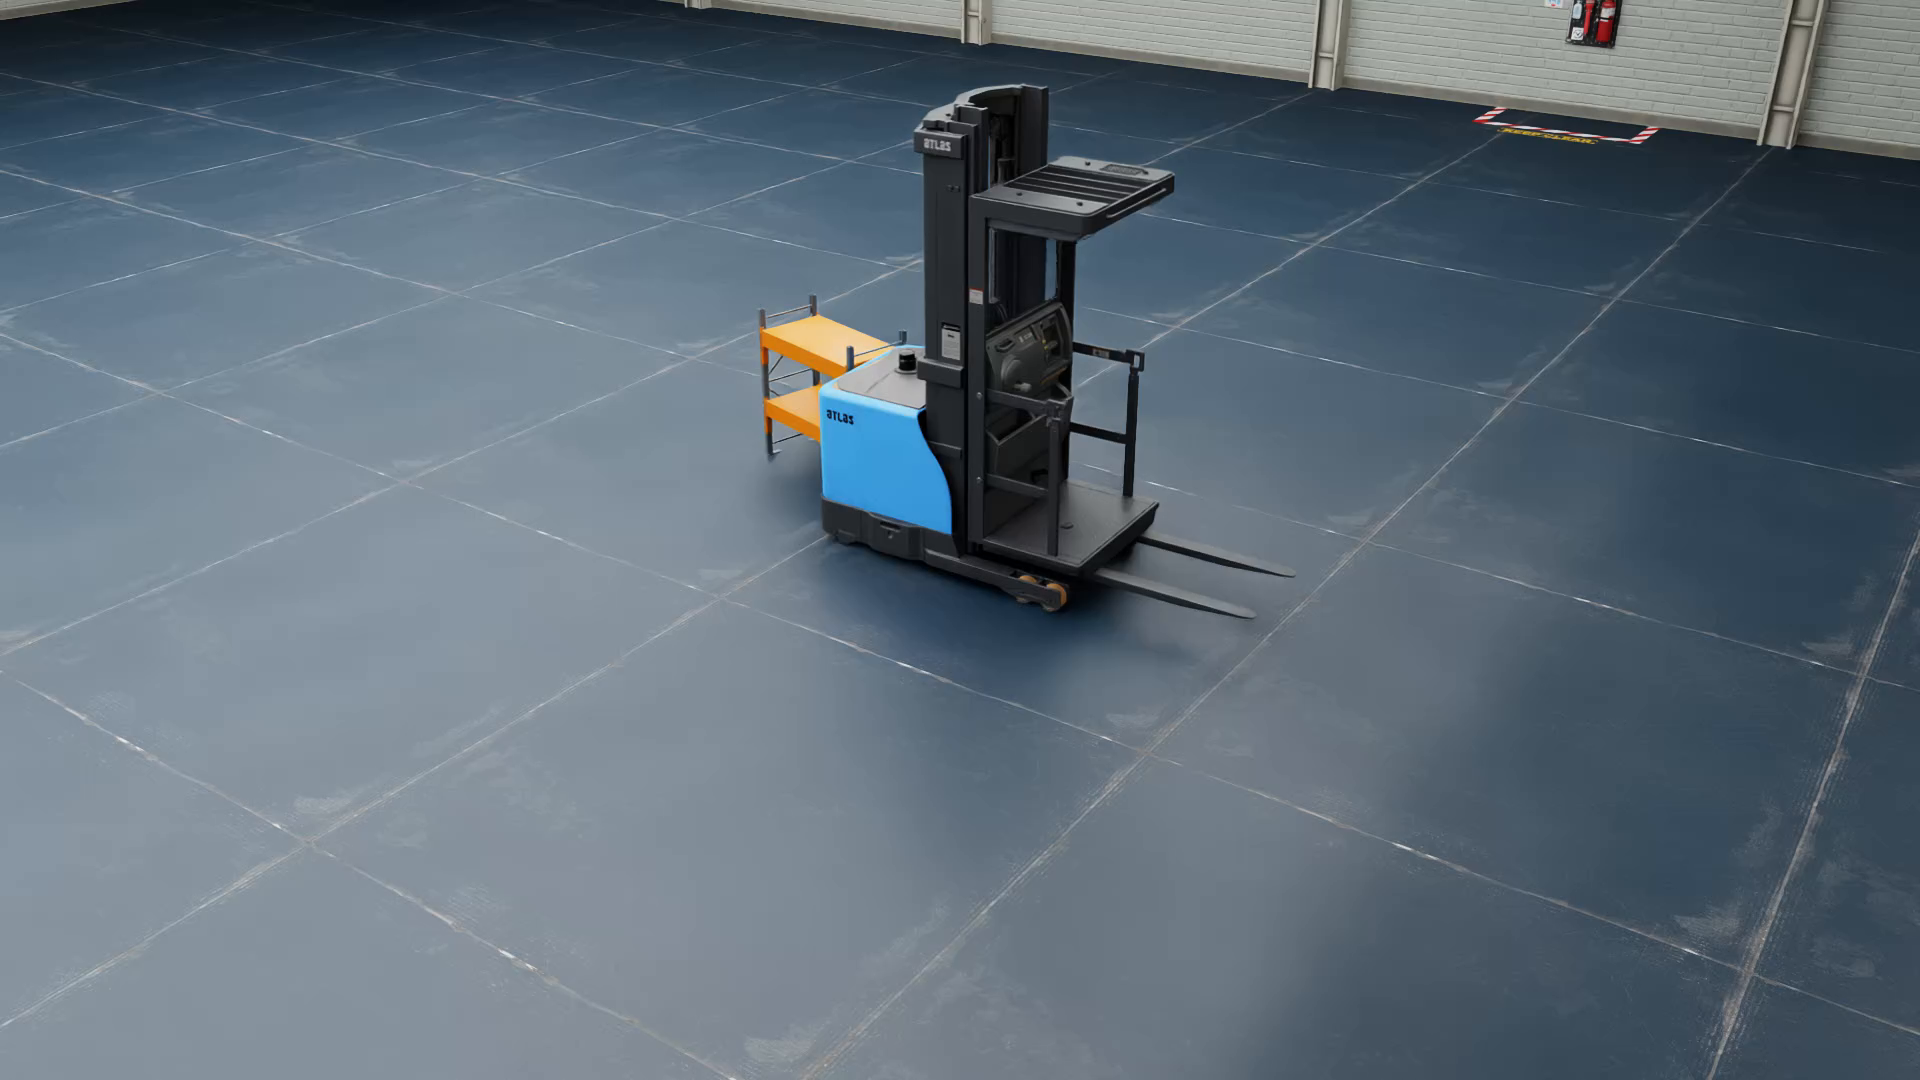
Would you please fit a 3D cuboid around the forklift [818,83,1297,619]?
[{"bbox_3d":[0.600,-1.148,10.048,3.031,2.935,1.130,16,31,29],"label":"forklift"}]

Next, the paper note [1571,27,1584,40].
[{"bbox_3d":[8.035,-6.586,21.629,0.142,0.148,0.016,17,32,30],"label":"paper note"}]

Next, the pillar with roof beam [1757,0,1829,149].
[{"bbox_3d":[7.720,-7.322,15.491,0.400,9.000,9.100,17,32,30],"label":"pillar with roof beam"}]

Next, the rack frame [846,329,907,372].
[{"bbox_3d":[-0.563,-0.859,11.472,0.500,1.125,0.032,-22,34,-36],"label":"rack frame"}]

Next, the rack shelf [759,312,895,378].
[{"bbox_3d":[-0.900,-1.293,11.679,0.538,0.278,1.000,-22,34,-36],"label":"rack shelf"}]

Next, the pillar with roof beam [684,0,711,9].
[{"bbox_3d":[-7.117,-11.945,24.574,0.400,9.000,9.100,17,32,30],"label":"pillar with roof beam"}]

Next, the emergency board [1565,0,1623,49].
[{"bbox_3d":[8.142,-6.907,21.289,0.643,1.169,0.194,17,32,30],"label":"emergency board"}]

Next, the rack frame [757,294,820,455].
[{"bbox_3d":[-1.236,-1.205,12.152,0.500,1.125,0.032,-22,34,-36],"label":"rack frame"}]

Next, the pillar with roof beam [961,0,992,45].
[{"bbox_3d":[-2.172,-10.404,21.546,0.400,9.000,9.100,17,32,30],"label":"pillar with roof beam"}]

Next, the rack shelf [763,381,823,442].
[{"bbox_3d":[-0.900,-0.814,11.923,0.538,0.278,1.000,-22,34,-36],"label":"rack shelf"}]

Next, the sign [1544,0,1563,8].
[{"bbox_3d":[7.745,-7.104,21.636,0.234,0.329,0.001,17,32,30],"label":"sign"}]

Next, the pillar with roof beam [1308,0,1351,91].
[{"bbox_3d":[2.774,-8.863,18.518,0.400,9.000,9.100,17,32,30],"label":"pillar with roof beam"}]

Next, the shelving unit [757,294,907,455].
[{"bbox_3d":[-0.900,-1.032,11.812,0.538,1.125,1.048,-22,34,-36],"label":"shelving unit"}]
